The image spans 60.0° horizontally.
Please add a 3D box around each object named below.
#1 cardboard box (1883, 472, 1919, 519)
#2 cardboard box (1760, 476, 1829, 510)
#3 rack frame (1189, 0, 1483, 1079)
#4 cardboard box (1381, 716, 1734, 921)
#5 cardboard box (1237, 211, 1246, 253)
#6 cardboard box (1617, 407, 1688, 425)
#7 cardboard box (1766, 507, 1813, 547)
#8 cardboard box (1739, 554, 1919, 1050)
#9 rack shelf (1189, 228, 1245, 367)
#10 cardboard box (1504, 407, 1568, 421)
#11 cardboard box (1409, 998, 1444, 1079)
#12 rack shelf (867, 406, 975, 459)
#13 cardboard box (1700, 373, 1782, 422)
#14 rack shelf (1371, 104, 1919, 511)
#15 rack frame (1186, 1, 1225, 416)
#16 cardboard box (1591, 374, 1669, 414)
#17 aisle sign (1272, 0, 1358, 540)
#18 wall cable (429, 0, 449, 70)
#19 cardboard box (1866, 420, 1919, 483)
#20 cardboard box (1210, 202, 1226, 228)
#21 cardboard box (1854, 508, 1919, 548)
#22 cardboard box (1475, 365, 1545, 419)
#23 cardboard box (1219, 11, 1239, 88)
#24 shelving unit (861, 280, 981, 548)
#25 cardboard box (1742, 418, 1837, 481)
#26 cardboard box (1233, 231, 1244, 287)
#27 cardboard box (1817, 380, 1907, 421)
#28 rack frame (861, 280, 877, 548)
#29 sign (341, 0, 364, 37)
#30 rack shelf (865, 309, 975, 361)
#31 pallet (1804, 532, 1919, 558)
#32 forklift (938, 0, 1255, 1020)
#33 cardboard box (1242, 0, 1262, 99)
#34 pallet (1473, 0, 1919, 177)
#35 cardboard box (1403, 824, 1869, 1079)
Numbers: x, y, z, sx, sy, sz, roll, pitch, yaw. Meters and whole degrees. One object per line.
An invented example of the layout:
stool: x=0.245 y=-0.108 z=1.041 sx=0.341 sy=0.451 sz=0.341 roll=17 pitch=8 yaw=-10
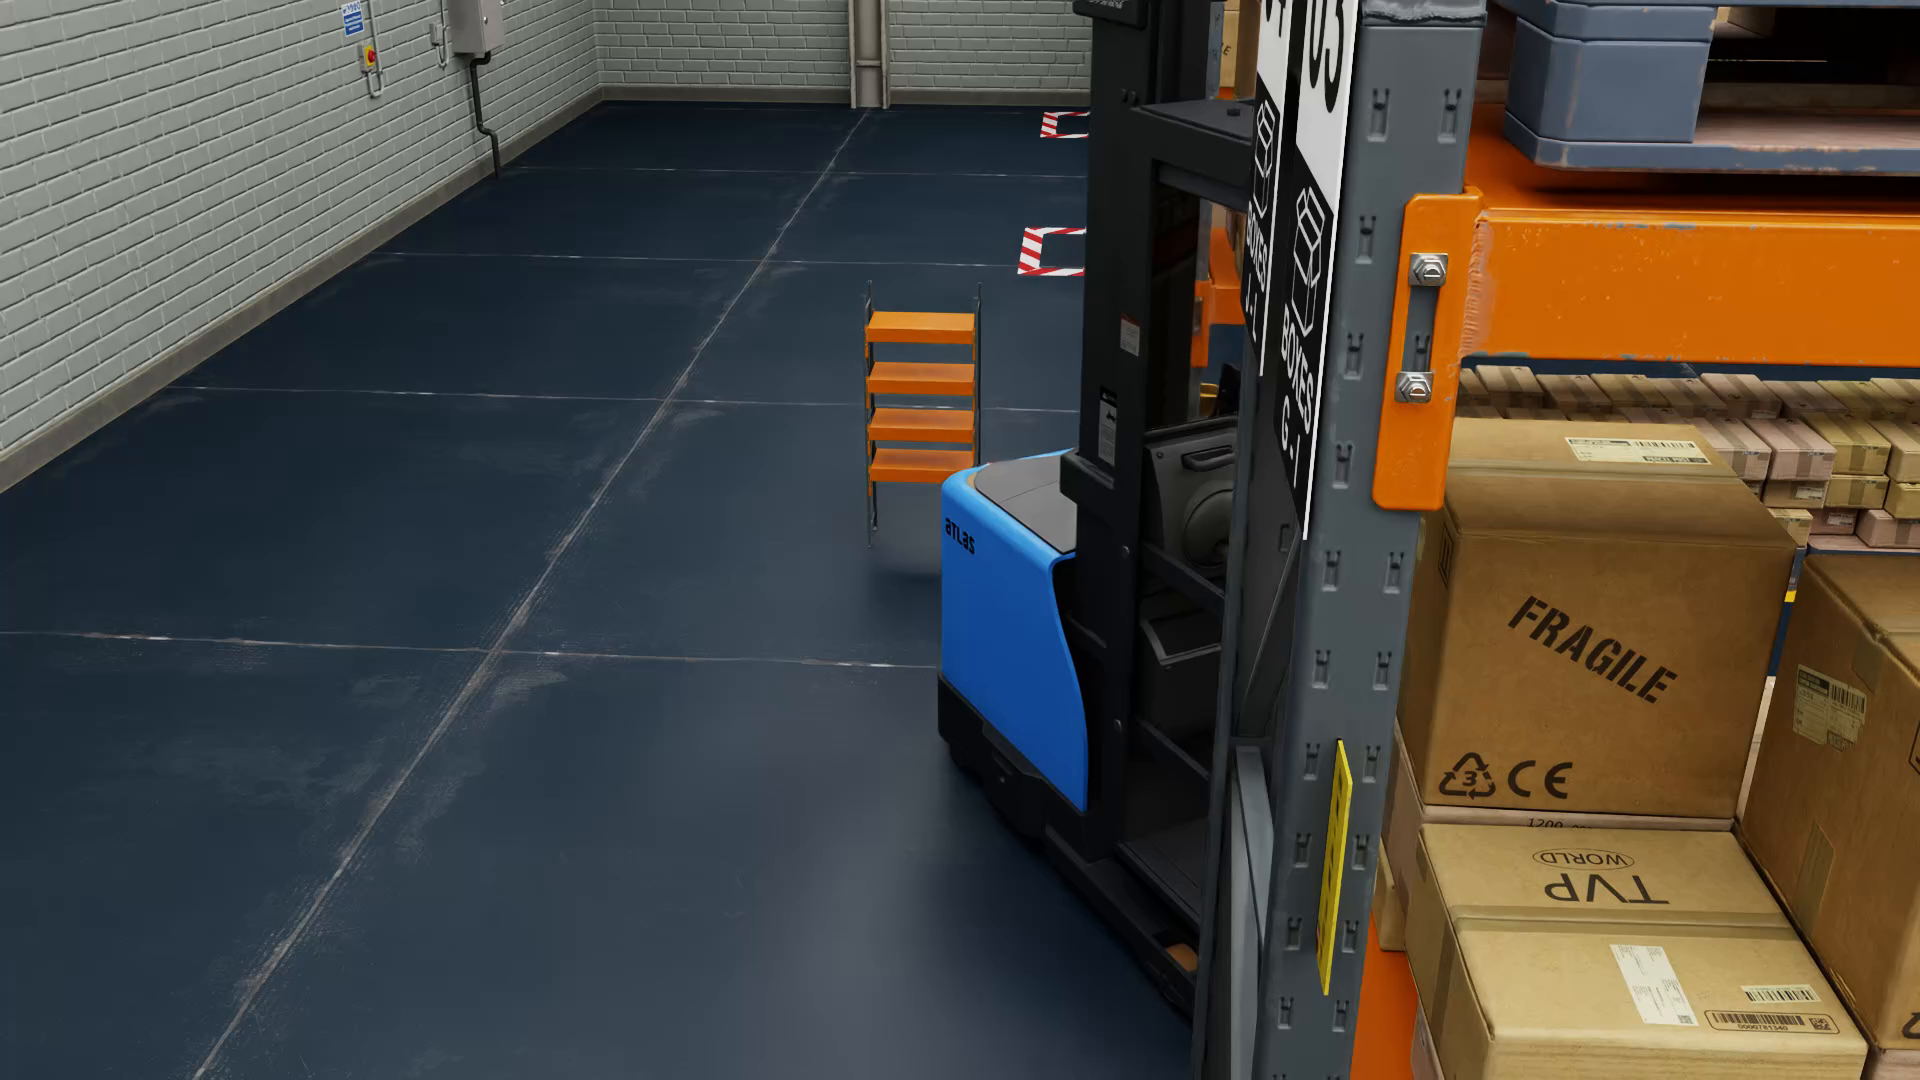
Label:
cardboard box: x=4.114 y=-0.231 z=7.216 sx=0.250 sy=0.149 sz=0.380 roll=1 pitch=25 yaw=2
cardboard box: x=3.616 y=-0.280 z=7.322 sx=0.250 sy=0.149 sz=0.380 roll=2 pitch=25 yaw=5
rack frame: x=0.523 y=0.618 z=2.819 sx=0.127 sy=3.000 sz=1.000 roll=2 pitch=25 yaw=4
cardboard box: x=1.027 y=0.456 z=2.994 sx=0.500 sy=0.250 sz=0.500 roll=1 pitch=25 yaw=3
cardboard box: x=1.430 y=-1.497 z=6.940 sx=0.500 sy=0.500 sz=0.500 roll=3 pitch=25 yaw=6
cardboard box: x=3.072 y=-0.452 z=7.339 sx=0.250 sy=0.149 sz=0.380 roll=2 pitch=25 yaw=4
cardboard box: x=3.543 y=-0.117 z=7.325 sx=0.250 sy=0.149 sz=0.380 roll=2 pitch=25 yaw=4
cardboard box: x=1.480 y=0.354 z=2.318 sx=0.500 sy=0.500 sz=0.500 roll=1 pitch=25 yaw=3
rack shelf: x=2.998 y=-1.055 z=7.315 sx=4.000 sy=0.370 sz=1.077 roll=2 pitch=25 yaw=4
cardboard box: x=2.555 y=-0.447 z=7.330 sx=0.250 sy=0.149 sz=0.380 roll=3 pitch=25 yaw=6
cardboard box: x=0.852 y=0.881 z=2.547 sx=0.250 sy=0.149 sz=0.380 roll=2 pitch=25 yaw=5
rack shelf: x=-0.165 y=-0.489 z=7.539 sx=0.480 sy=0.148 sz=0.258 roll=2 pitch=25 yaw=4
cardboard box: x=3.629 y=-0.643 z=7.756 sx=0.250 sy=0.149 sz=0.380 roll=2 pitch=25 yaw=5
rack shelf: x=2.518 y=-0.354 z=2.203 sx=4.000 sy=0.370 sz=1.077 roll=2 pitch=25 yaw=4
rack frame: x=1.004 y=-1.446 z=7.304 sx=0.127 sy=3.000 sz=1.000 roll=2 pitch=25 yaw=4
cardboard box: x=3.108 y=-0.642 z=7.753 sx=0.250 sy=0.149 sz=0.380 roll=2 pitch=25 yaw=4
aisle sign: x=0.429 y=-0.440 z=2.008 sx=0.004 sy=0.787 sz=0.394 roll=2 pitch=25 yaw=4
wall cable: x=-4.245 y=-4.736 z=13.239 sx=0.122 sy=1.984 sz=0.588 roll=2 pitch=25 yaw=4
cardboard box: x=4.111 y=-0.384 z=7.191 sx=0.250 sy=0.149 sz=0.380 roll=2 pitch=25 yaw=4
cardboard box: x=1.948 y=-2.560 z=12.287 sx=0.875 sy=0.438 sz=0.875 roll=1 pitch=25 yaw=2
cardboard box: x=4.054 y=-0.109 z=7.307 sx=0.250 sy=0.149 sz=0.380 roll=1 pitch=25 yaw=2
cardboard box: x=2.591 y=-0.693 z=7.865 sx=0.250 sy=0.149 sz=0.380 roll=3 pitch=25 yaw=6
cardboard box: x=1.739 y=-3.423 z=11.480 sx=0.500 sy=0.500 sz=0.500 roll=2 pitch=25 yaw=4
shelving unit: x=-0.165 y=-0.550 z=7.511 sx=0.503 sy=1.200 sz=0.258 roll=2 pitch=25 yaw=4
cardboard box: x=3.581 y=-0.394 z=7.215 sx=0.250 sy=0.149 sz=0.380 roll=1 pitch=25 yaw=1
cardboard box: x=1.302 y=-1.185 z=7.037 sx=0.250 sy=0.149 sz=0.380 roll=2 pitch=25 yaw=4
cardboard box: x=4.138 y=-0.602 z=7.667 sx=0.250 sy=0.149 sz=0.380 roll=2 pitch=25 yaw=3
rack frame: x=-0.408 y=-0.558 z=7.528 sx=0.015 sy=1.200 sz=0.240 roll=2 pitch=25 yaw=4
sign: x=-4.407 y=-3.788 z=12.070 sx=0.001 sy=0.218 sz=0.327 roll=2 pitch=25 yaw=4
rack shelf: x=-0.165 y=-0.907 z=7.346 sx=0.480 sy=0.148 sz=0.258 roll=2 pitch=25 yaw=4
pallet: x=4.320 y=-0.058 z=7.624 sx=1.213 sy=0.211 sz=1.003 roll=2 pitch=25 yaw=4
forklift: x=1.041 y=-0.131 z=4.527 sx=1.130 sy=2.935 sz=3.031 roll=-12 pitch=27 yaw=-25
cardboard box: x=1.431 y=-1.956 z=6.740 sx=0.500 sy=0.500 sz=0.500 roll=2 pitch=25 yaw=4
pallet: x=1.264 y=-0.685 z=2.168 sx=1.213 sy=0.211 sz=1.003 roll=2 pitch=25 yaw=4
cardboard box: x=0.981 y=0.679 z=2.510 sx=0.500 sy=0.250 sz=0.500 roll=1 pitch=25 yaw=3
